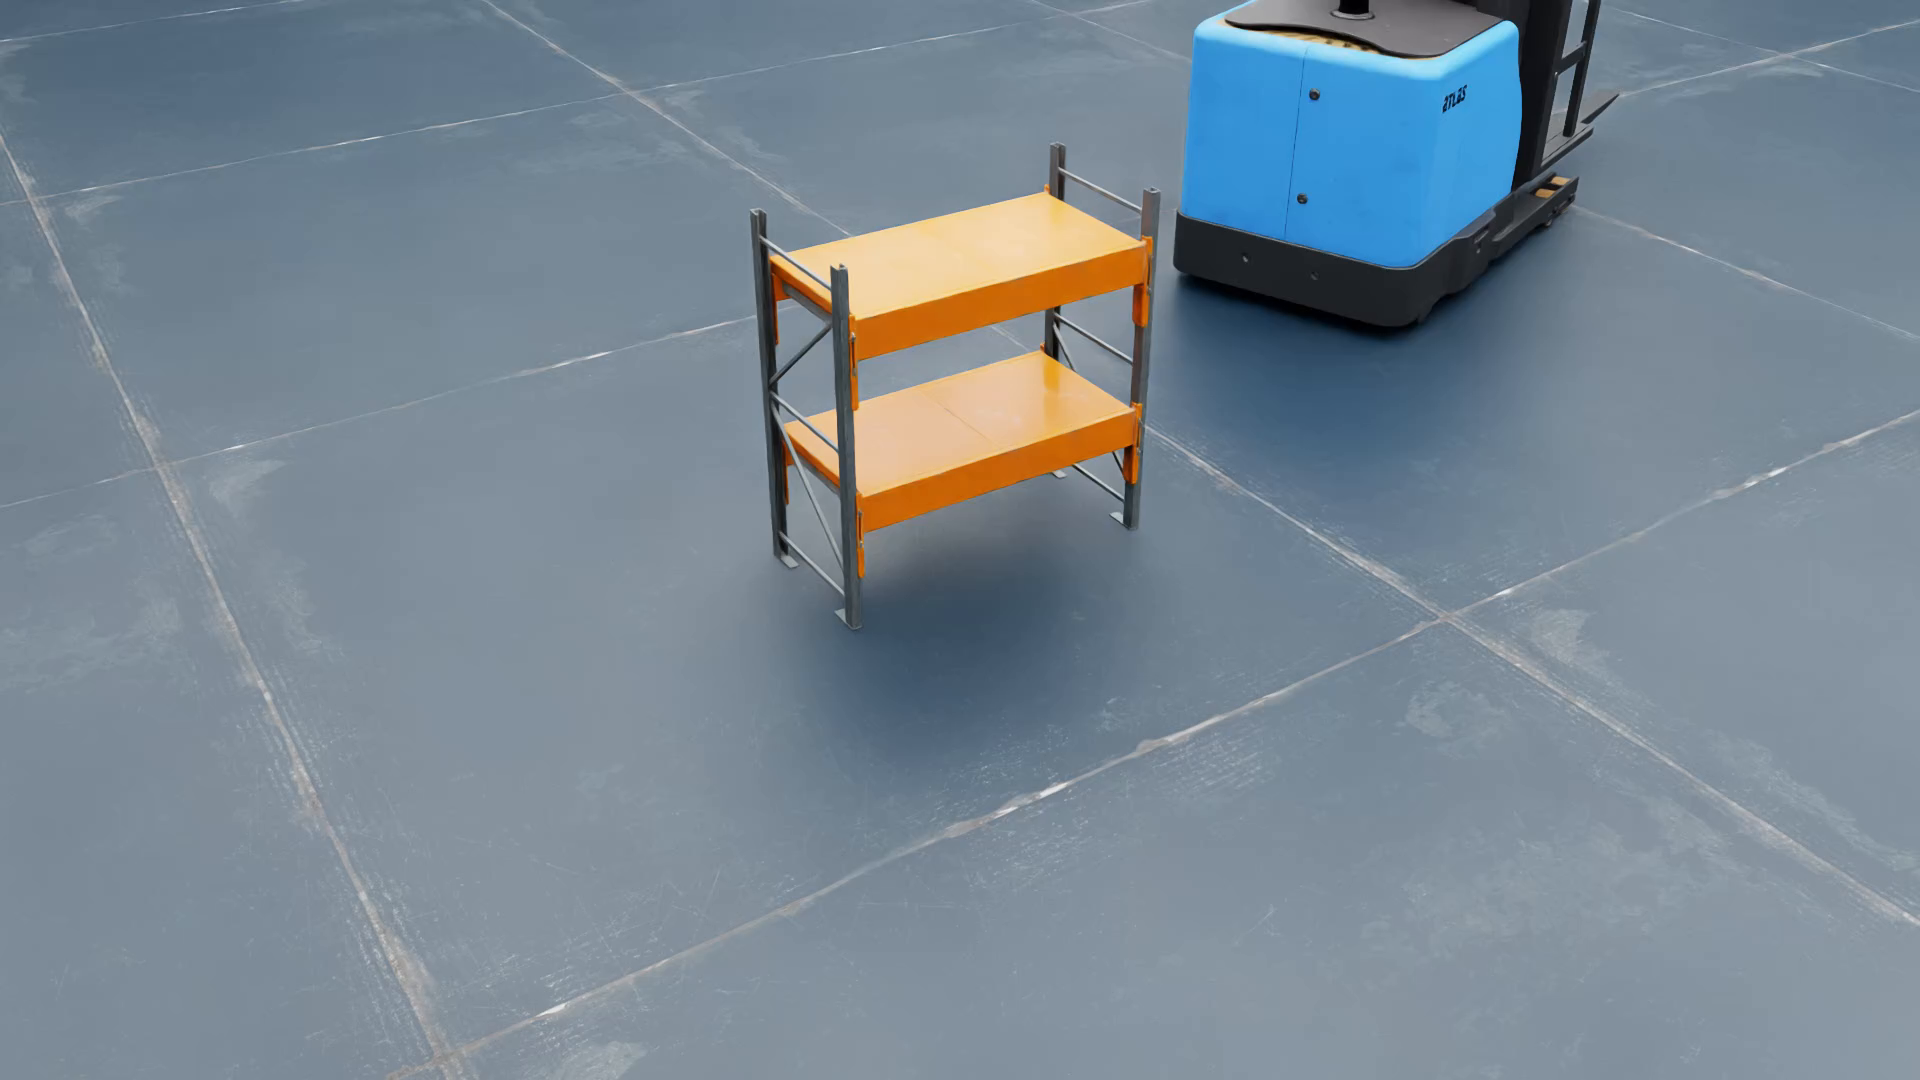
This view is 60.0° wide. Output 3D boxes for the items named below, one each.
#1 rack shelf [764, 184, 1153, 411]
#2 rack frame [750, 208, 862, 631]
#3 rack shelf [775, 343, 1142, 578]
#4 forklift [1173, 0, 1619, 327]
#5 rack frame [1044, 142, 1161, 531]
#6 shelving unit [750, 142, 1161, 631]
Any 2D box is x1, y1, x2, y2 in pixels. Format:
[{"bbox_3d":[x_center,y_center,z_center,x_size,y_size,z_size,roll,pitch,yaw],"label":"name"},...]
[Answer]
[{"bbox_3d":[-0.006,-0.721,4.791,1.000,0.278,0.538,-19,37,-27],"label":"rack shelf"},{"bbox_3d":[-0.433,-0.327,4.714,0.032,1.125,0.500,-19,37,-27],"label":"rack frame"},{"bbox_3d":[-0.006,-0.267,5.077,1.000,0.278,0.538,-19,37,-27],"label":"rack shelf"},{"bbox_3d":[2.172,-2.792,6.929,1.130,2.935,3.031,22,38,30],"label":"forklift"},{"bbox_3d":[0.422,-0.621,5.180,0.032,1.125,0.500,-19,37,-27],"label":"rack frame"},{"bbox_3d":[-0.006,-0.474,4.947,1.048,1.125,0.538,-19,37,-27],"label":"shelving unit"}]
